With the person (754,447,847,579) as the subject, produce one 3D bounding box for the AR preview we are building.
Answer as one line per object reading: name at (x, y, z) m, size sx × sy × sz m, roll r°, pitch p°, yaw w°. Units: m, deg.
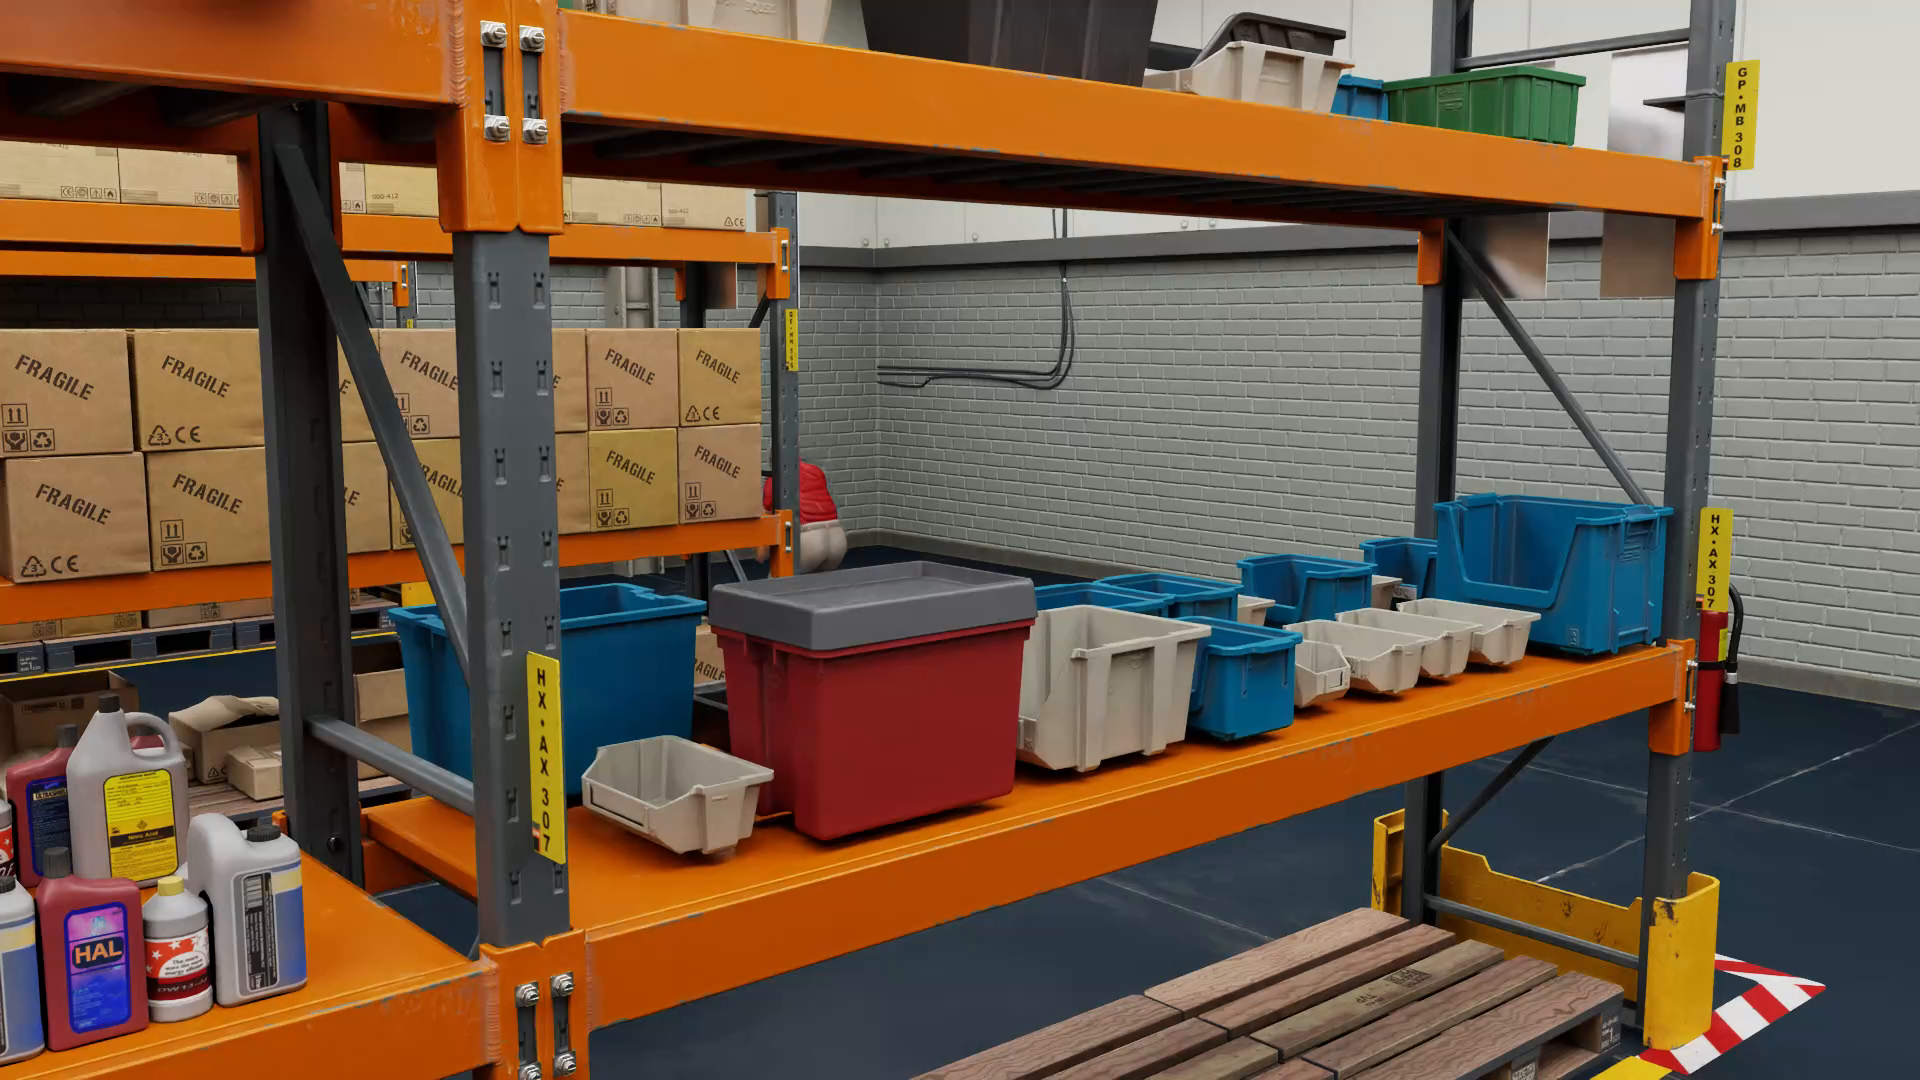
person at (-1.164, 0.035, 12.135) m, size 0.588 × 1.466 × 0.666 m, roll -6°, pitch 10°, yaw -41°
